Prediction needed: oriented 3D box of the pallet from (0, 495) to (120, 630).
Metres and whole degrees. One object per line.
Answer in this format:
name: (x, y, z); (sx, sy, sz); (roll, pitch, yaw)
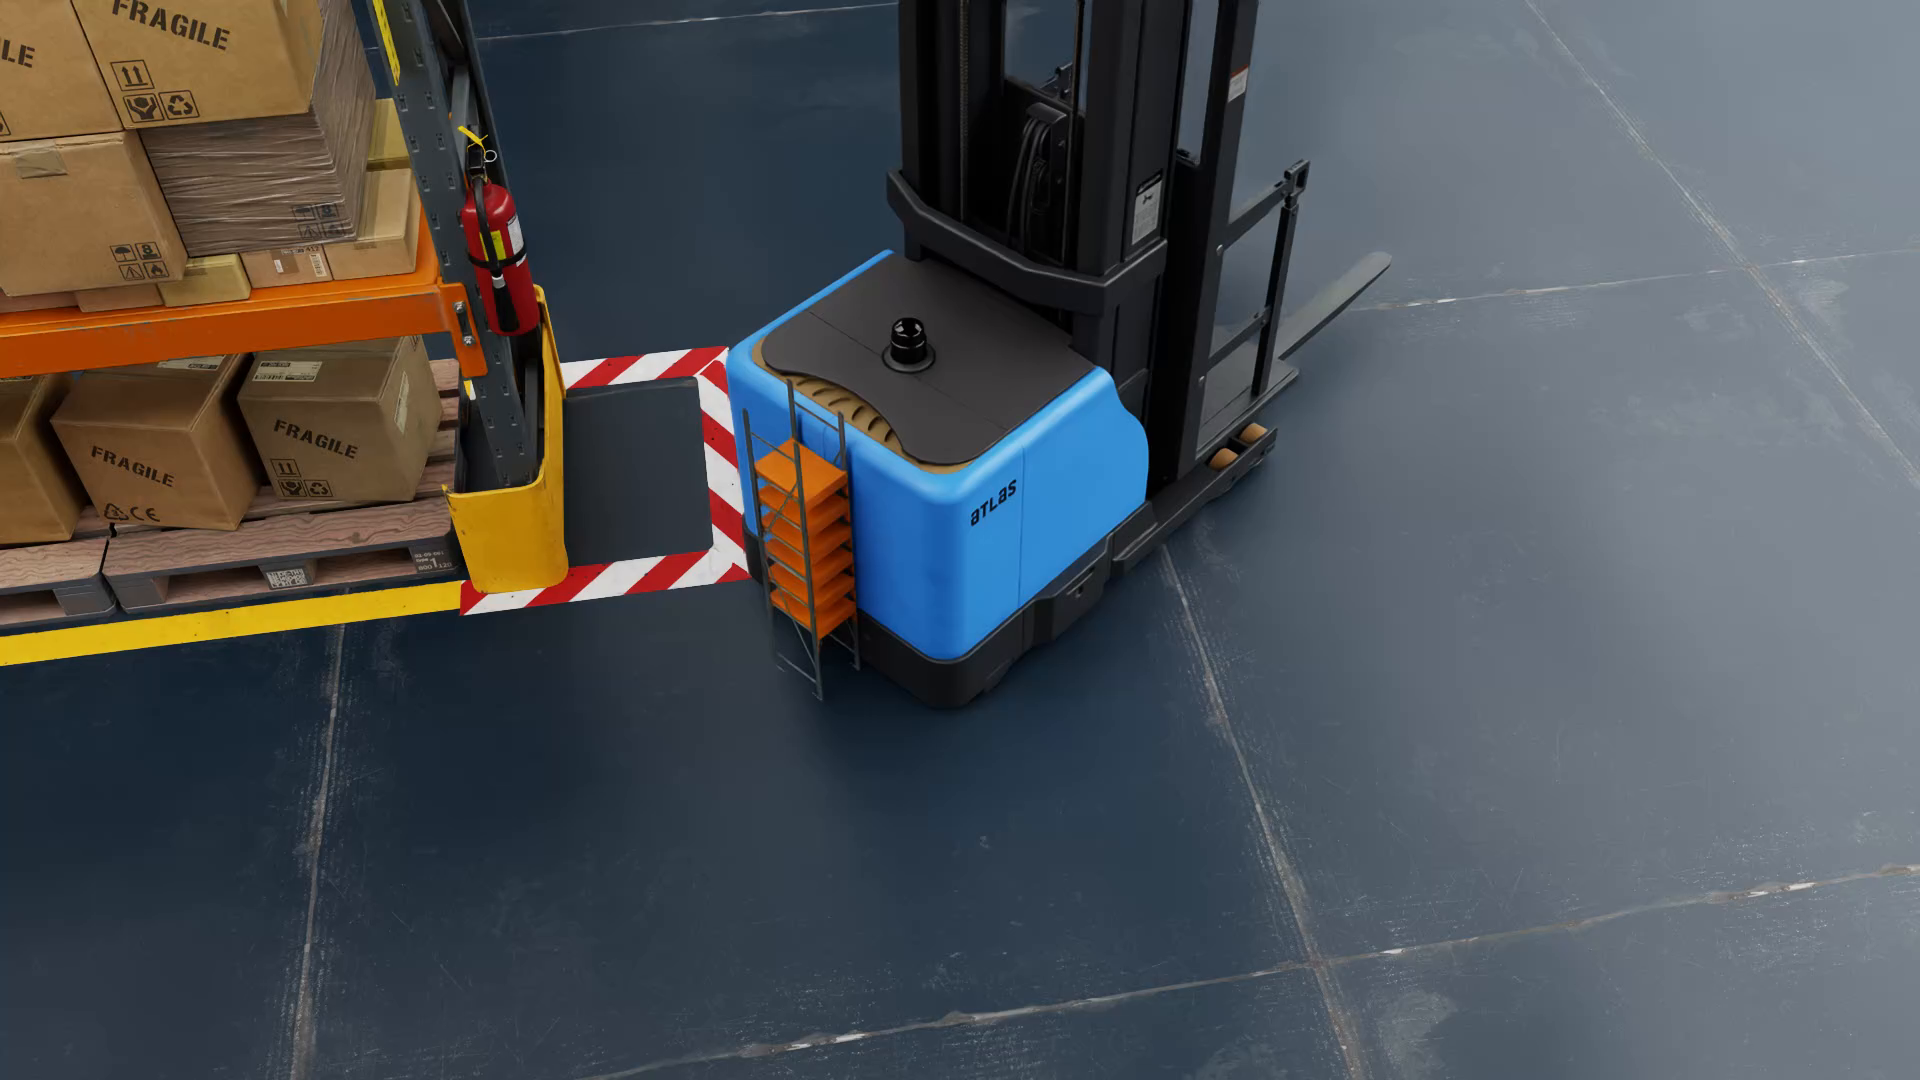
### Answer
pallet: (-3.712, -0.082, 6.182); (1.213, 0.211, 1.003); (-7, 46, -7)

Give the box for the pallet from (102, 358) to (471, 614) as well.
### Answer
pallet: (-2.512, -0.229, 6.324); (1.213, 0.211, 1.003); (-7, 46, -7)

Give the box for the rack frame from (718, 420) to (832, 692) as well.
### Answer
rack frame: (-0.577, 0.083, 5.312); (0.240, 1.200, 0.006); (34, 61, 28)

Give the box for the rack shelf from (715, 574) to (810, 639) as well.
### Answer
rack shelf: (-0.636, 0.166, 5.308); (0.258, 0.103, 0.180); (34, 61, 28)

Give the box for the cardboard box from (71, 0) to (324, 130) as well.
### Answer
cardboard box: (-2.131, -1.523, 4.664); (0.500, 0.500, 0.500); (-7, 46, -7)

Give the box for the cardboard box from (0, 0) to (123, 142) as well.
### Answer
cardboard box: (-2.622, -1.457, 4.601); (0.500, 0.500, 0.500); (-7, 46, -7)

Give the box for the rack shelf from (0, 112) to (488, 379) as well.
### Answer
rack shelf: (-3.601, -0.786, 5.423); (4.000, 0.370, 1.077); (-7, 46, -7)

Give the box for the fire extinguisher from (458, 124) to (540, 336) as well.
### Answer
fire extinguisher: (-1.439, -0.941, 5.127); (0.183, 0.674, 0.296); (-7, 46, -7)

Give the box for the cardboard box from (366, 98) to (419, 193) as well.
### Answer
cardboard box: (-1.952, -1.328, 5.621); (0.250, 0.149, 0.380); (-7, 46, -7)

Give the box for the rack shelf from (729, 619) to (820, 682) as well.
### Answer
rack shelf: (-0.618, 0.317, 5.494); (0.258, 0.103, 0.180); (34, 61, 28)

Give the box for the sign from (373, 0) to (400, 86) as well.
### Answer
sign: (-1.556, -1.396, 4.488); (0.005, 0.325, 0.100); (-7, 46, -7)

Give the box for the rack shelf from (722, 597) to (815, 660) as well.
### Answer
rack shelf: (-0.627, 0.241, 5.401); (0.258, 0.103, 0.180); (34, 61, 28)

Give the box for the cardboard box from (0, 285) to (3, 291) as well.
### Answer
cardboard box: (-3.150, -1.193, 5.041); (0.500, 0.500, 0.875); (-7, 46, -7)

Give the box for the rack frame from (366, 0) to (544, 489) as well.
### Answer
rack frame: (-1.631, -1.281, 5.401); (0.127, 3.000, 1.000); (-7, 46, -7)

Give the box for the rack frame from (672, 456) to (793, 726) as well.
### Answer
rack frame: (-0.702, 0.193, 5.235); (0.240, 1.200, 0.006); (34, 61, 28)

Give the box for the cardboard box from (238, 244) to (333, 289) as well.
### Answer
cardboard box: (-2.123, -0.982, 5.287); (0.250, 0.149, 0.380); (-7, 46, -7)

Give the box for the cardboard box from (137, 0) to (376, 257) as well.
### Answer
cardboard box: (-2.177, -1.371, 5.212); (0.500, 0.500, 0.875); (-7, 46, -7)

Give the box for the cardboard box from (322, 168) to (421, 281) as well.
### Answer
cardboard box: (-1.876, -1.012, 5.317); (0.250, 0.149, 0.380); (-7, 46, -7)

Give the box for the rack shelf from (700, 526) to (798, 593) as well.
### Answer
rack shelf: (-0.655, 0.015, 5.123); (0.258, 0.103, 0.180); (34, 61, 28)

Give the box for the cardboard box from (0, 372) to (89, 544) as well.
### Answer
cardboard box: (-3.452, -0.333, 5.932); (0.500, 0.500, 0.500); (-3, 46, -3)

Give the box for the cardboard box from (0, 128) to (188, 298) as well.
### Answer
cardboard box: (-2.650, -1.224, 5.070); (0.500, 0.500, 0.875); (-7, 46, -7)

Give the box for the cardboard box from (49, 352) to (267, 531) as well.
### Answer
cardboard box: (-2.832, -0.397, 5.993); (0.500, 0.500, 0.500); (4, 46, 4)

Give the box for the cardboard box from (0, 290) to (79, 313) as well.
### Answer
cardboard box: (-2.863, -0.894, 5.202); (0.250, 0.149, 0.380); (-7, 46, -7)

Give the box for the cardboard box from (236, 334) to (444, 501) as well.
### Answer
cardboard box: (-2.249, -0.494, 6.088); (0.500, 0.500, 0.500); (1, 46, 1)

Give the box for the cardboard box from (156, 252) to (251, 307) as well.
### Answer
cardboard box: (-2.360, -0.915, 5.223); (0.250, 0.149, 0.380); (-7, 46, -7)

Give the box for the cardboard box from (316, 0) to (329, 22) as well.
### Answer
cardboard box: (-2.219, -1.891, 5.019); (0.500, 0.500, 0.500); (-7, 46, -7)

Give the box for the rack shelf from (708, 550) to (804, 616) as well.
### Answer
rack shelf: (-0.646, 0.090, 5.215); (0.258, 0.103, 0.180); (34, 61, 28)

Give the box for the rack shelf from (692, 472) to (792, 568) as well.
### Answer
rack shelf: (-0.664, -0.061, 5.030); (0.258, 0.103, 0.180); (34, 61, 28)

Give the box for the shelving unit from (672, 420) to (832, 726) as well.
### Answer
shelving unit: (-0.640, 0.138, 5.274); (0.258, 1.200, 0.189); (34, 61, 28)

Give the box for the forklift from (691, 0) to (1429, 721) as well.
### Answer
forklift: (0.567, -1.316, 5.483); (3.031, 2.935, 1.130); (-31, 54, -26)

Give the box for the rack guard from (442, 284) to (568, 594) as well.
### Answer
rack guard: (-1.706, -0.404, 6.292); (0.348, 0.500, 1.175); (-7, 46, -7)

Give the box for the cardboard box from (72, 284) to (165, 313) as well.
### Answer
cardboard box: (-2.609, -0.895, 5.204); (0.250, 0.149, 0.380); (-7, 46, -7)
